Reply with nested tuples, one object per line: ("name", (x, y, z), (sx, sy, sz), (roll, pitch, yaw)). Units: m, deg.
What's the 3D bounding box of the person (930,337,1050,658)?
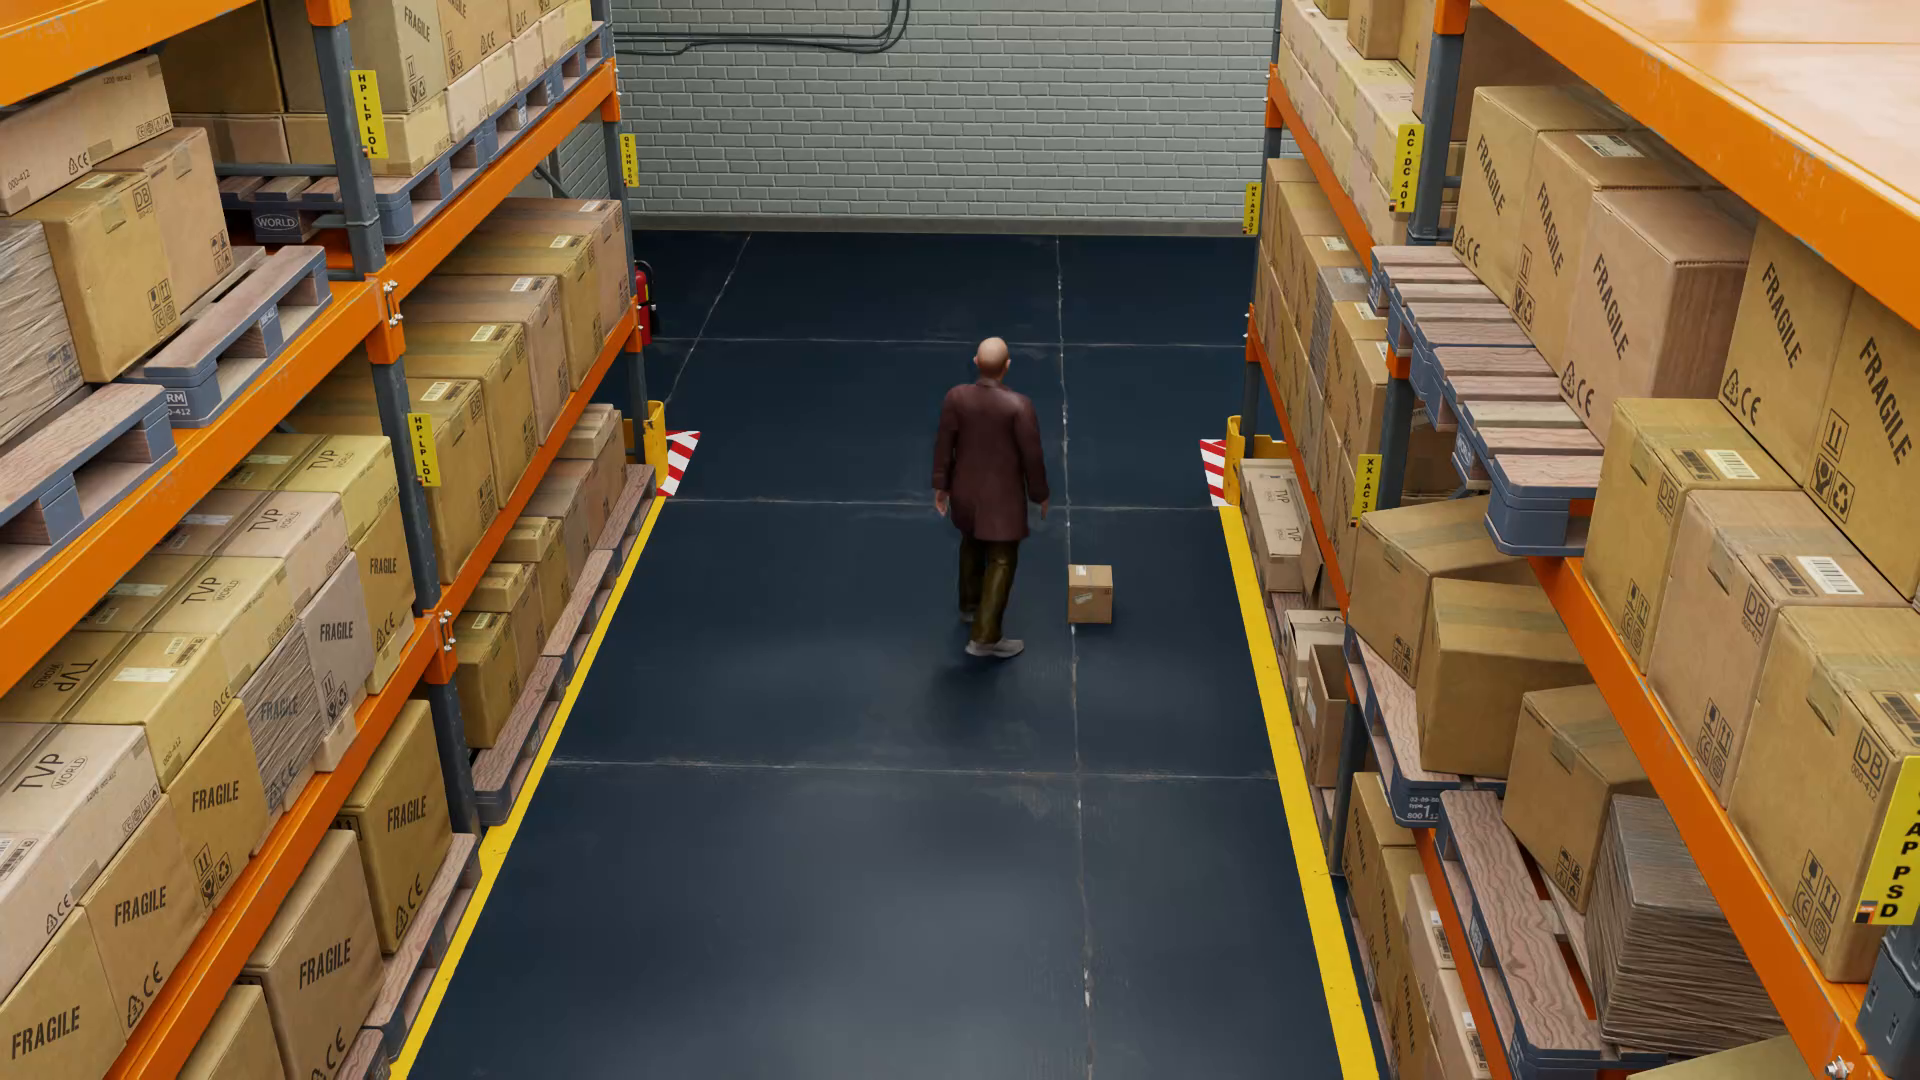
("person", (0.155, -0.255, 9.137), (0.670, 1.767, 0.814), (12, 30, 21))
